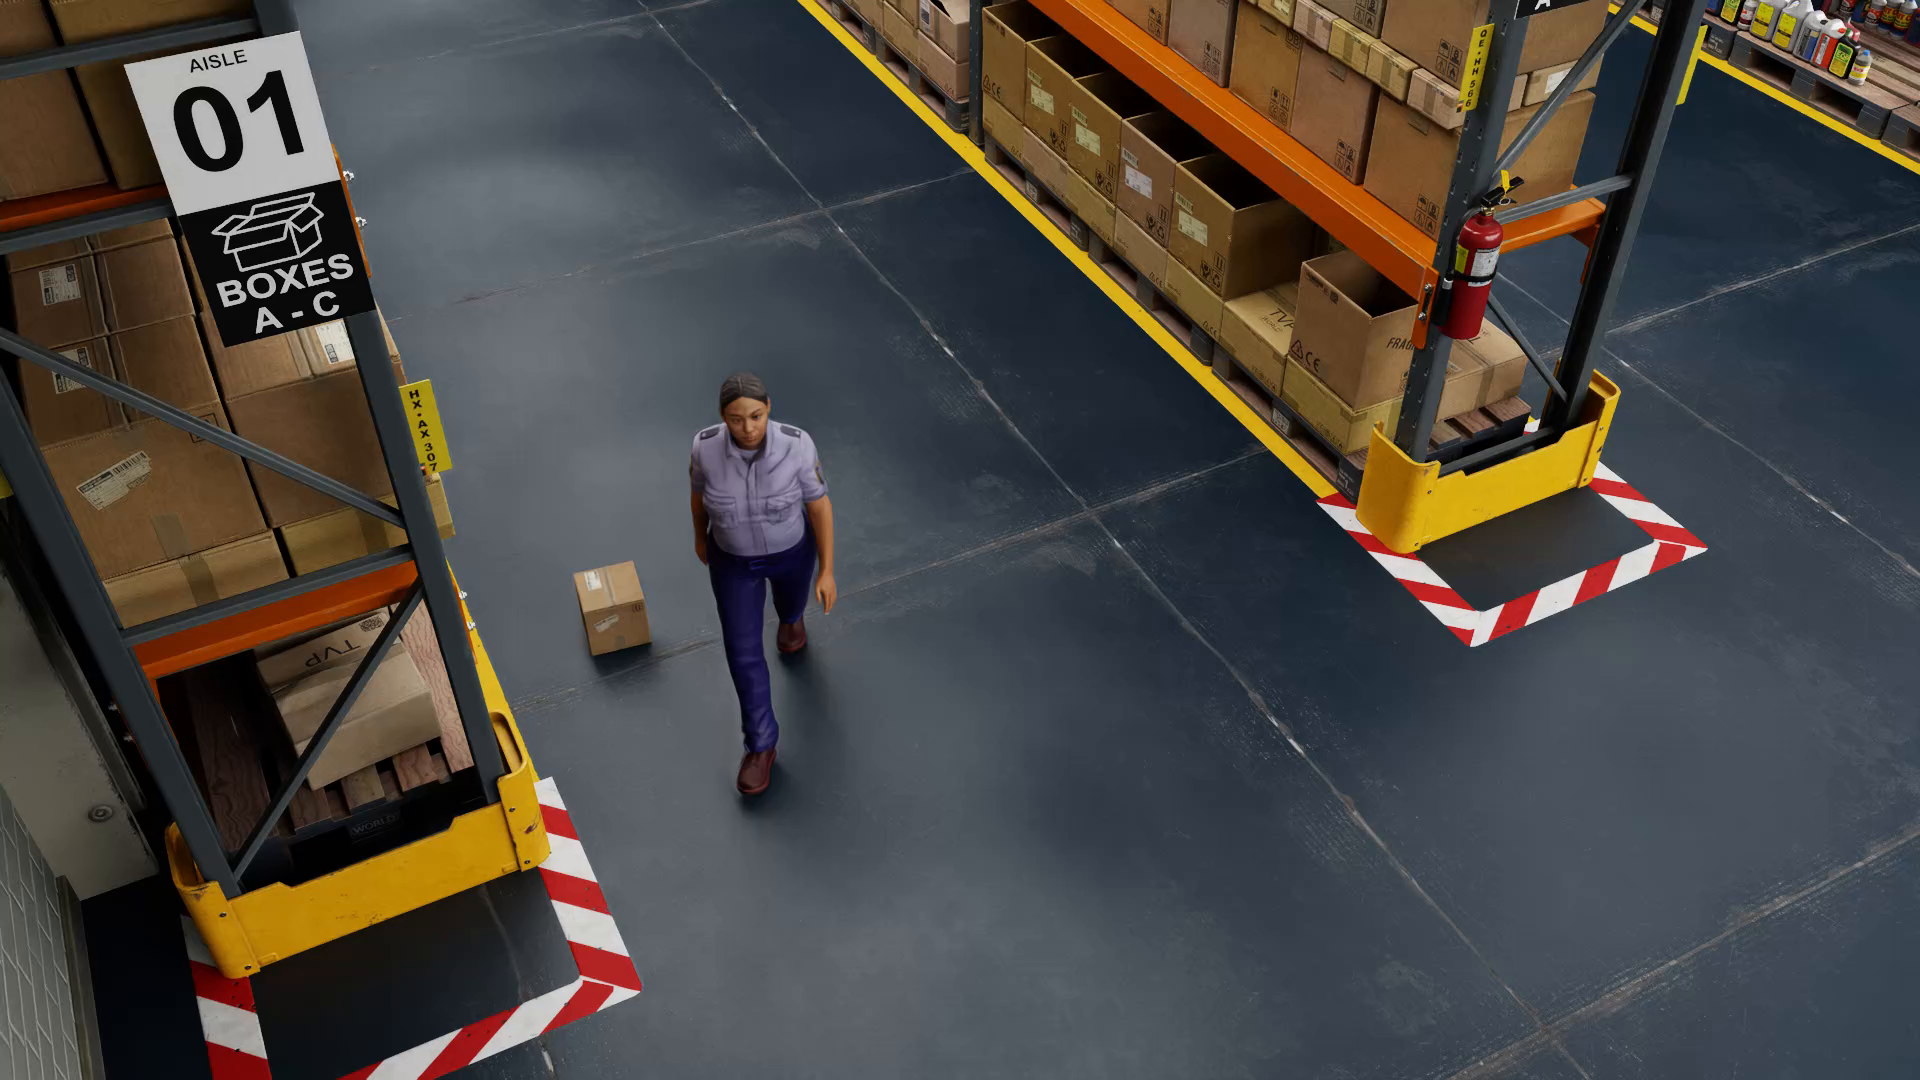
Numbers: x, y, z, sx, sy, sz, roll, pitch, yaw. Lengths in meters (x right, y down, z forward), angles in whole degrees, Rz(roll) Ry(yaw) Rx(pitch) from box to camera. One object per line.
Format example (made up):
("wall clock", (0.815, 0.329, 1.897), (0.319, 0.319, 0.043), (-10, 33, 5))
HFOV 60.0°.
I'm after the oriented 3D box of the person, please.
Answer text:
("person", (-0.719, 0.056, 6.114), (0.515, 1.595, 1.036), (-5, 42, -6))
